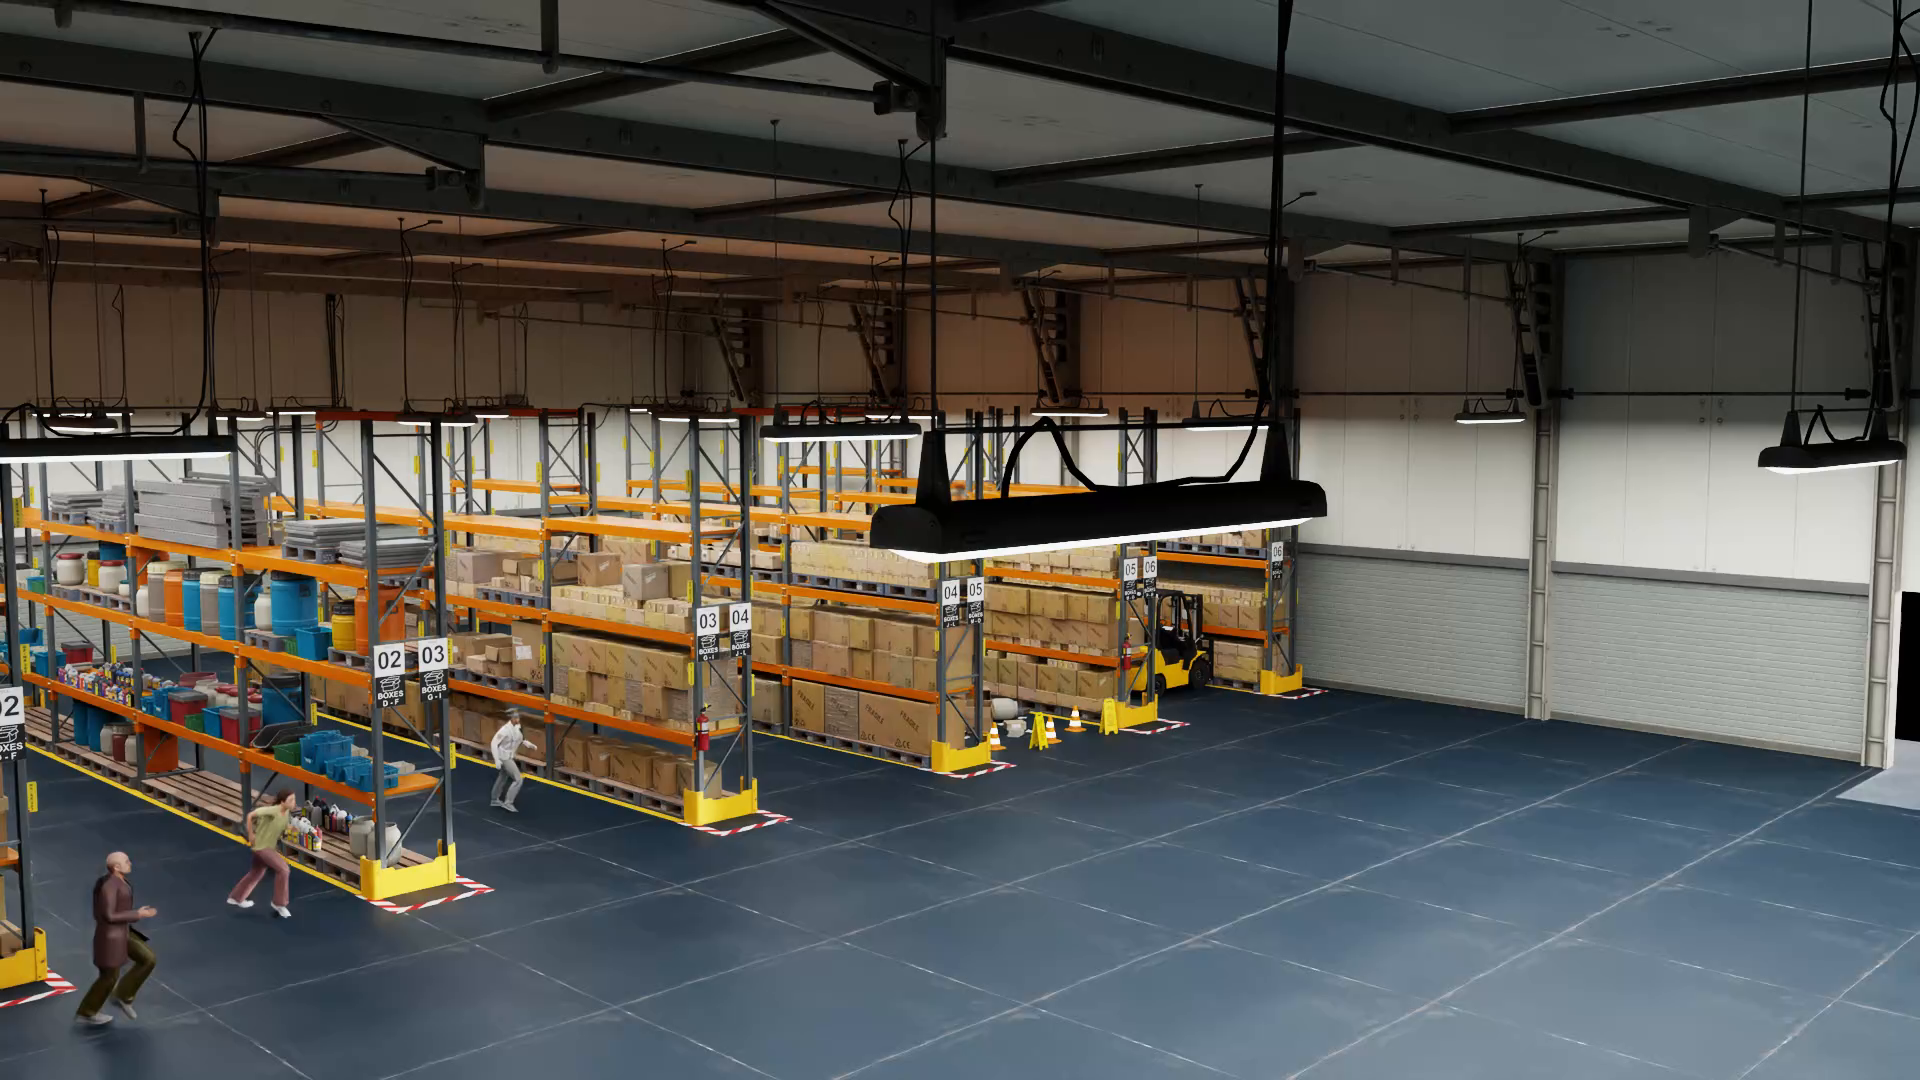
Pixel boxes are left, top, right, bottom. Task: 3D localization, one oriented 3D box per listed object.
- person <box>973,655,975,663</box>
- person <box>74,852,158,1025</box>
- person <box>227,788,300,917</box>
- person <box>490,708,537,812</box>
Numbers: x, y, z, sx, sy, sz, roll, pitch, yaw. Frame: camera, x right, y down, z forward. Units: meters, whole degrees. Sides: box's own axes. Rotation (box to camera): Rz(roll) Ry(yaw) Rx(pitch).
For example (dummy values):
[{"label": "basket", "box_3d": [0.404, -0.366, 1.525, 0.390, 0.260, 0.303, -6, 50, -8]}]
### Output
[{"label": "person", "box_3d": [0.348, 2.284, 37.452, 0.799, 1.483, 0.641, 3, 6, 33]}, {"label": "person", "box_3d": [-8.457, 3.990, 16.665, 0.825, 1.758, 0.709, -1, 5, -10]}, {"label": "person", "box_3d": [-8.455, 3.789, 20.111, 0.942, 1.618, 0.624, 1, 5, 9]}, {"label": "person", "box_3d": [-6.802, 3.331, 25.237, 0.771, 1.634, 0.603, 0, 5, -2]}]
